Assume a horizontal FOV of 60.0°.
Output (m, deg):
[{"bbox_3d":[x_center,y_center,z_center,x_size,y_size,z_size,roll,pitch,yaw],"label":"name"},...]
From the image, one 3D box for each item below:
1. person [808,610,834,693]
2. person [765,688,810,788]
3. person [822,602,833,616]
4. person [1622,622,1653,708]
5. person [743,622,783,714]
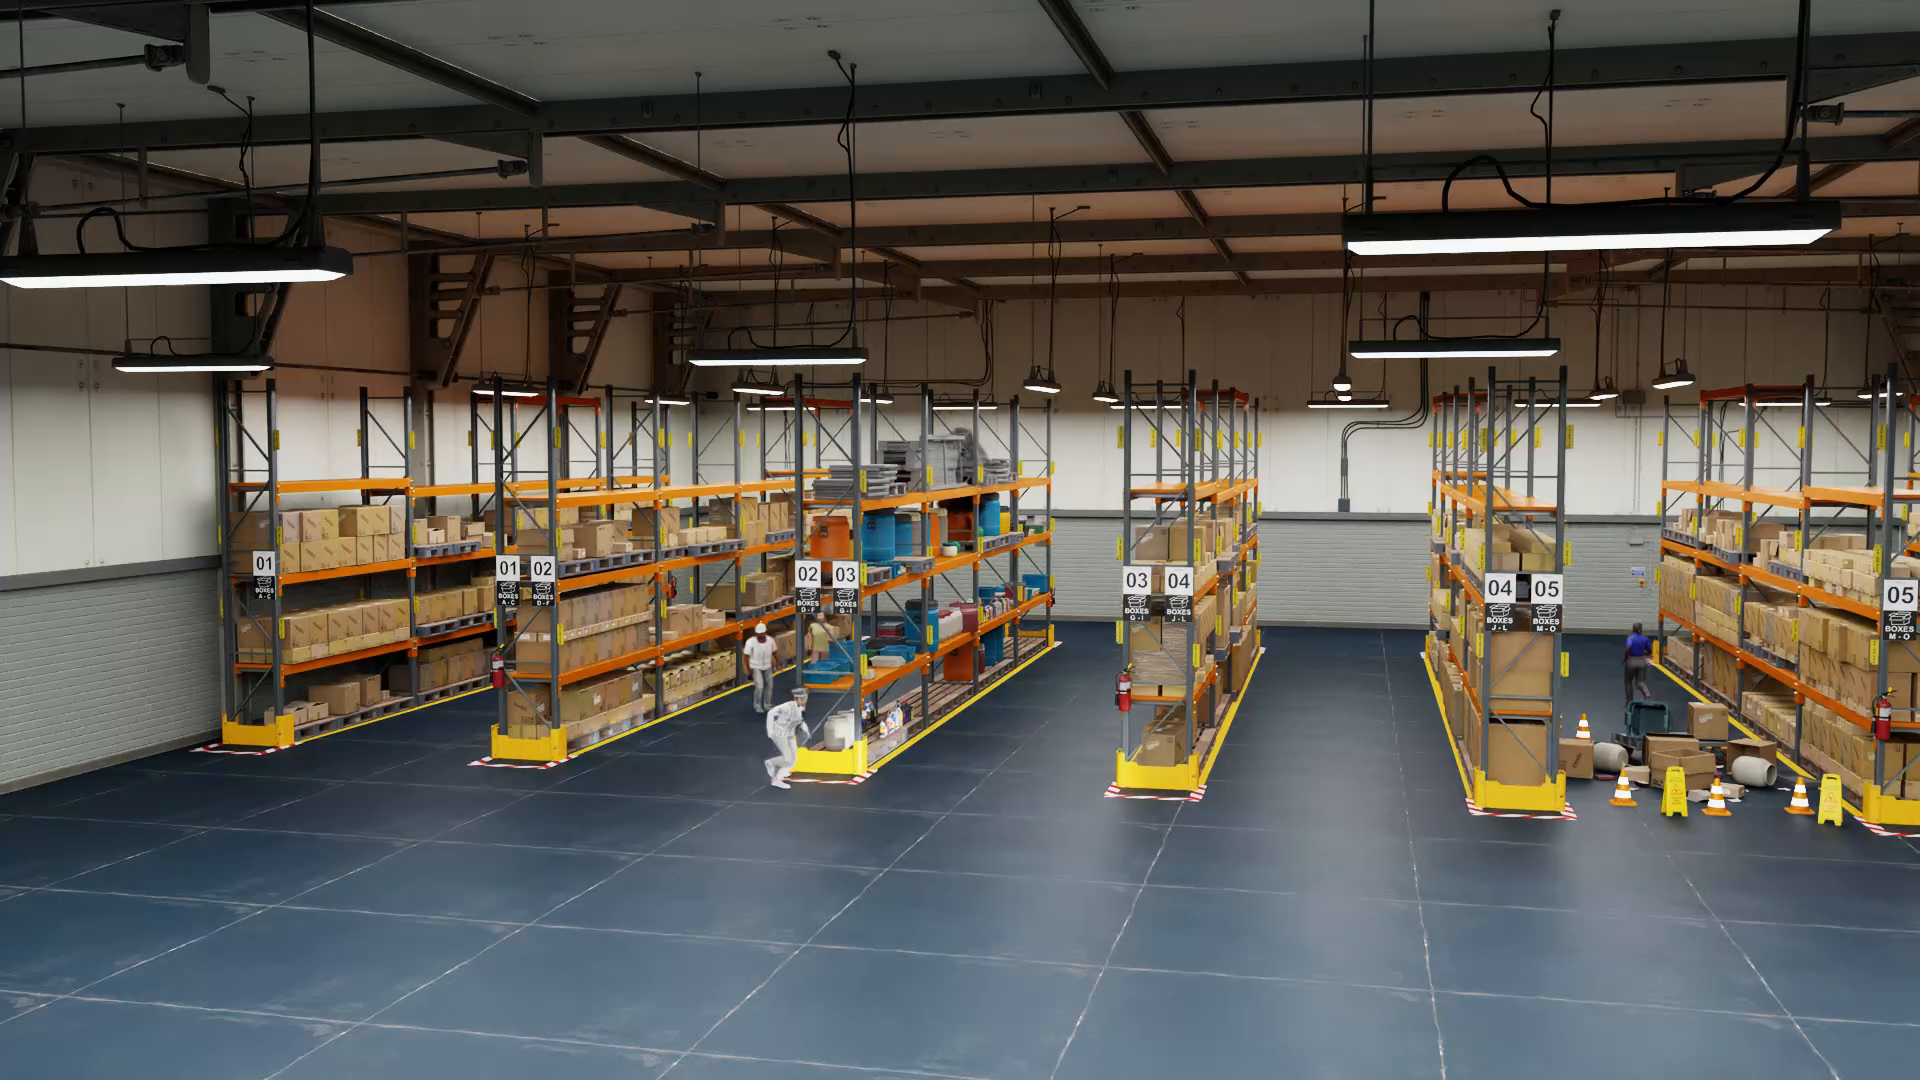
[{"bbox_3d":[-2.757,2.198,32.786,0.570,1.644,0.638,0,3,7],"label":"person"},{"bbox_3d":[-2.507,2.842,23.828,0.792,1.484,0.637,3,4,37],"label":"person"},{"bbox_3d":[-3.433,1.485,44.088,0.617,1.800,0.953,-3,4,-39],"label":"person"},{"bbox_3d":[12.529,2.343,30.766,0.574,1.647,0.850,0,3,0],"label":"person"},{"bbox_3d":[-3.616,2.334,30.424,0.701,1.696,0.620,-2,4,-33],"label":"person"}]
